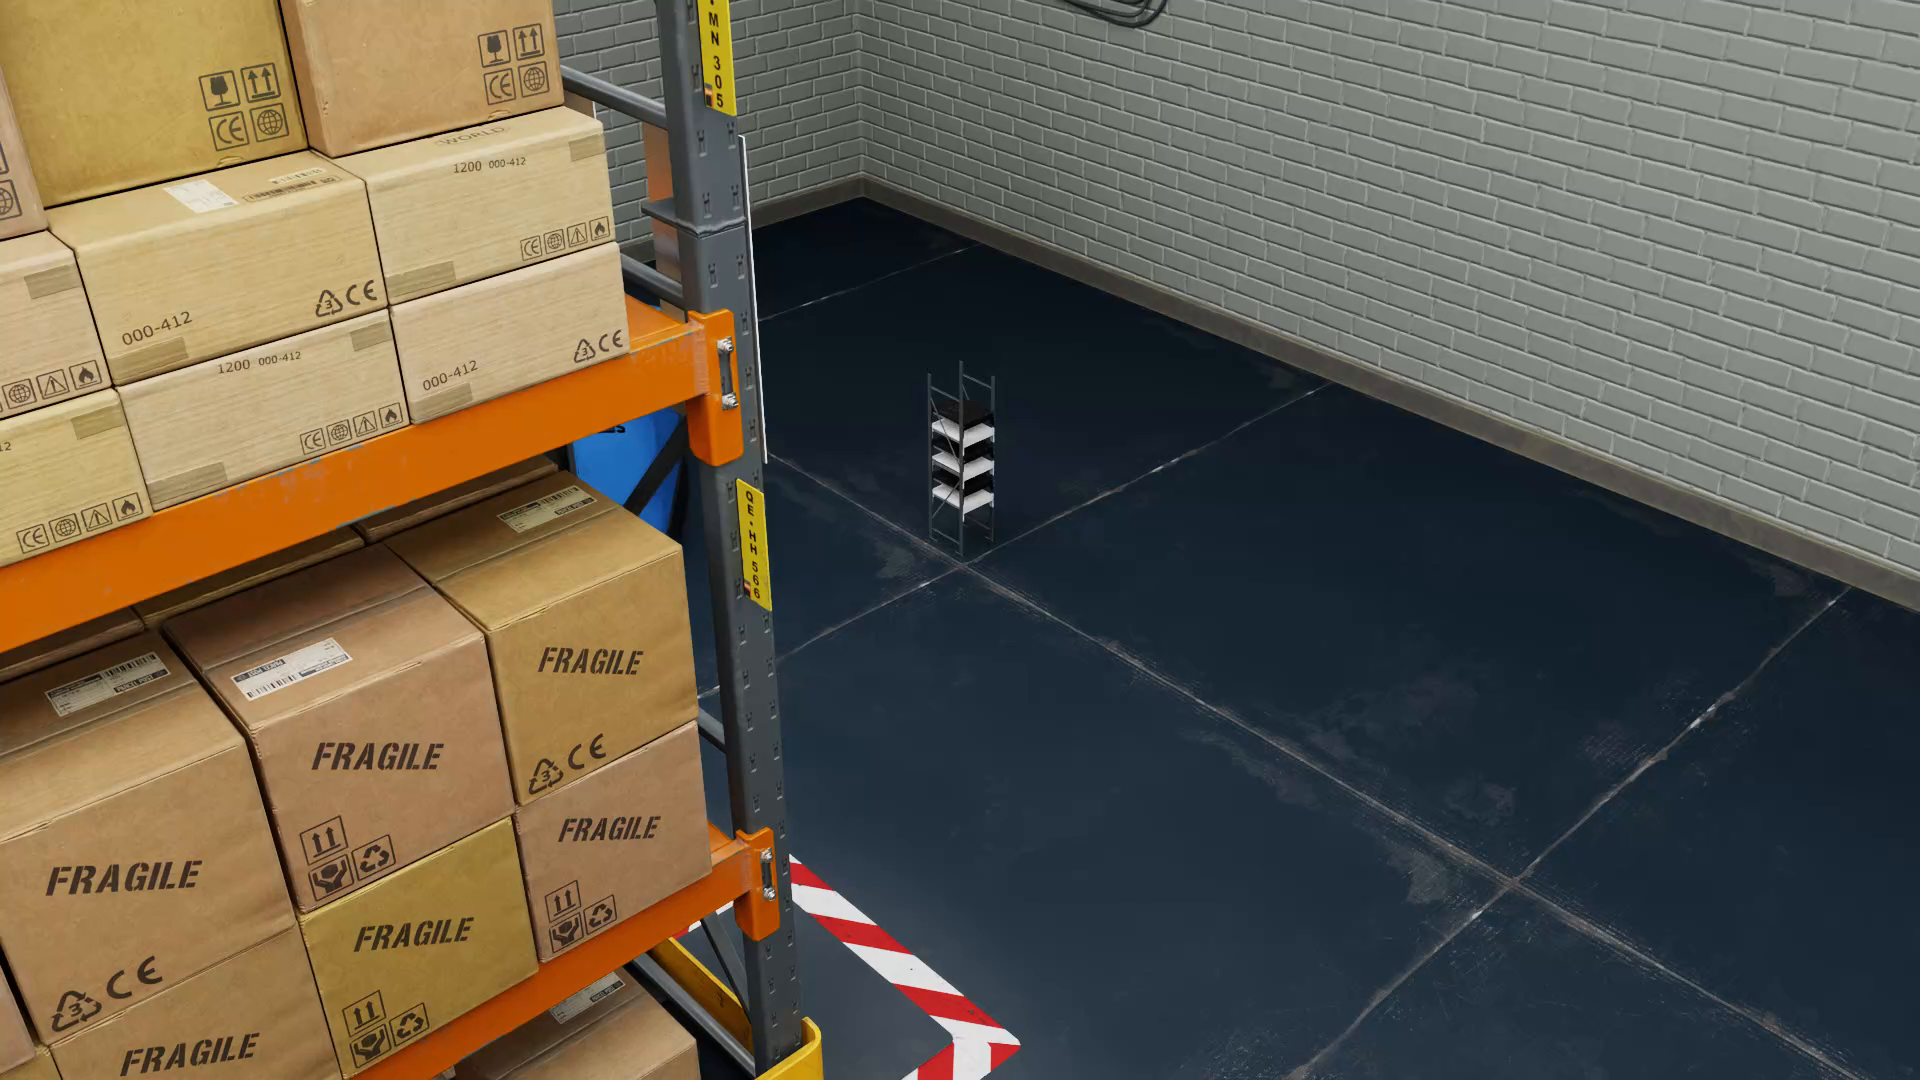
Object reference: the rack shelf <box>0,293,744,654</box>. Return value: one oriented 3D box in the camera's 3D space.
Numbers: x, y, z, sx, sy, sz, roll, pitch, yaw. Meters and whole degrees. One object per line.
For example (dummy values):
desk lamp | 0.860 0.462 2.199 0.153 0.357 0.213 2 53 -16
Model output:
rack shelf | -2.317 0.160 2.927 4.000 0.370 1.077 -26 40 -35

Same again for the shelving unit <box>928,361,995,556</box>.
shelving unit | 0.006 -0.387 8.020 0.210 0.900 0.258 -26 40 -35

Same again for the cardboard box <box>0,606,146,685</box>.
cardboard box | -2.103 0.375 3.707 0.500 0.500 0.500 -25 39 -35

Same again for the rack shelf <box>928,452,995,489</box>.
rack shelf | 0.006 -0.358 8.037 0.200 0.077 0.258 -26 40 -35

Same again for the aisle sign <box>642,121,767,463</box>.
aisle sign | -0.592 -0.593 3.852 0.004 0.787 0.394 -26 40 -35

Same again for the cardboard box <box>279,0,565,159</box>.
cardboard box | -1.216 -1.137 3.304 0.500 0.500 0.700 -26 40 -35

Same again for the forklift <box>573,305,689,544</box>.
forklift | -2.882 -1.194 7.393 3.031 2.935 1.130 -2 31 -2

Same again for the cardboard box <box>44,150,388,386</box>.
cardboard box | -1.420 -0.548 3.060 0.500 0.250 0.500 -26 40 -35

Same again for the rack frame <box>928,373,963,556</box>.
rack frame | -0.069 -0.351 7.961 0.006 0.900 0.240 -26 40 -35

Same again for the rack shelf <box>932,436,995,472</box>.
rack shelf | 0.006 -0.435 7.990 0.200 0.077 0.258 -26 40 -35

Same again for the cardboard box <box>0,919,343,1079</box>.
cardboard box | -1.741 1.004 3.637 0.500 0.500 0.500 -25 40 -35

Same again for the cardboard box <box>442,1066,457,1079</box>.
cardboard box | -1.574 1.550 5.133 0.250 0.166 0.380 -26 40 -35

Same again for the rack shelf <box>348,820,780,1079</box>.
rack shelf | -2.317 1.440 3.709 4.000 0.370 1.077 -26 40 -35

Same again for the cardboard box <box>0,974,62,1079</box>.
cardboard box | -2.111 1.183 3.344 0.500 0.500 0.500 -26 40 -36

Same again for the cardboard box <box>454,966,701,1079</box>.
cardboard box | -1.081 1.589 4.750 0.500 0.500 0.500 -26 40 -35

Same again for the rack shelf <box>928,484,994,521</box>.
rack shelf | 0.006 -0.205 8.131 0.200 0.077 0.258 -26 40 -35

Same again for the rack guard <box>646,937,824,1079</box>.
rack guard | -0.906 1.517 5.290 0.348 0.500 1.175 -26 40 -35

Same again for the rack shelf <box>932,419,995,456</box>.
rack shelf | 0.006 -0.512 7.943 0.200 0.077 0.258 -26 40 -35

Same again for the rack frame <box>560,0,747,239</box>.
rack frame | -0.850 -2.136 3.117 0.127 3.000 1.000 -26 40 -35

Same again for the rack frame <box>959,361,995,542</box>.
rack frame | 0.081 -0.423 8.079 0.006 0.900 0.240 -26 40 -35

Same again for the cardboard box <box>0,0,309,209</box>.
cardboard box | -1.640 -0.992 3.067 0.500 0.500 0.700 -26 40 -35

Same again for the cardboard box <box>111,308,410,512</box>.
cardboard box | -1.422 -0.336 3.192 0.500 0.250 0.500 -26 40 -35

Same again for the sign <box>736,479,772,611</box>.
sign | -0.487 0.014 3.939 0.005 0.325 0.100 -26 40 -35

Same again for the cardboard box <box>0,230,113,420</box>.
cardboard box | -1.789 -0.372 2.773 0.500 0.250 0.500 -26 40 -35

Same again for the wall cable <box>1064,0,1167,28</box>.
wall cable | 0.169 -4.574 10.081 0.112 2.526 3.097 -26 40 -35

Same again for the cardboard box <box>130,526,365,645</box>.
cardboard box | -1.733 0.199 3.995 0.500 0.500 0.500 -25 40 -35

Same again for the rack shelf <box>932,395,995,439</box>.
rack shelf | 0.006 -0.589 7.896 0.200 0.077 0.258 -26 40 -35

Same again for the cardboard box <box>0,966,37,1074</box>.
cardboard box | -2.113 0.765 3.070 0.500 0.500 0.500 -24 39 -34

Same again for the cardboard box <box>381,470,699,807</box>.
cardboard box | -0.989 0.217 3.965 0.500 0.500 0.500 -26 40 -36

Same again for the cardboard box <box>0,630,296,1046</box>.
cardboard box | -1.736 0.583 3.368 0.500 0.500 0.500 -25 39 -34

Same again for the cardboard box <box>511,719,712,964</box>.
cardboard box | -0.993 0.644 4.226 0.500 0.500 0.500 -24 39 -34

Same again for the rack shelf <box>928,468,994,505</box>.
rack shelf | 0.006 -0.282 8.084 0.200 0.077 0.258 -26 40 -35

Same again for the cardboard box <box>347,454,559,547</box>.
cardboard box | -1.355 0.011 4.303 0.500 0.500 0.500 -24 39 -34

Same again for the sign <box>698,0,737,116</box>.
sign | -0.487 -1.014 3.310 0.005 0.325 0.100 -26 40 -35

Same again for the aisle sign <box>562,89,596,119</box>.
aisle sign | -1.000 -0.822 4.227 0.004 0.787 0.394 -26 40 -35

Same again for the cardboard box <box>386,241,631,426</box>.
cardboard box | -1.047 -0.509 3.476 0.500 0.250 0.500 -26 40 -35

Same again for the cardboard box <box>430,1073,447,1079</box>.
cardboard box | -1.808 1.671 4.857 0.500 0.250 0.500 -26 40 -35

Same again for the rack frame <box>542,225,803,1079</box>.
rack frame | -0.850 0.424 4.682 0.127 3.000 1.000 -26 40 -35

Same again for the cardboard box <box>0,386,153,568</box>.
cardboard box | -1.779 -0.154 2.894 0.500 0.250 0.500 -26 40 -35

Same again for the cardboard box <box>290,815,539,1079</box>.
cardboard box | -1.371 0.829 3.923 0.500 0.500 0.500 -25 40 -35

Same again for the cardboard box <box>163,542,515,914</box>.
cardboard box | -1.359 0.397 3.671 0.500 0.500 0.500 -25 39 -34

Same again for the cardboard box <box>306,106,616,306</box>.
cardboard box | -1.053 -0.726 3.351 0.500 0.250 0.500 -26 40 -35

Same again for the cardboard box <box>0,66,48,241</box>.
cardboard box | -1.934 -0.774 2.710 0.500 0.500 0.700 -26 40 -35
